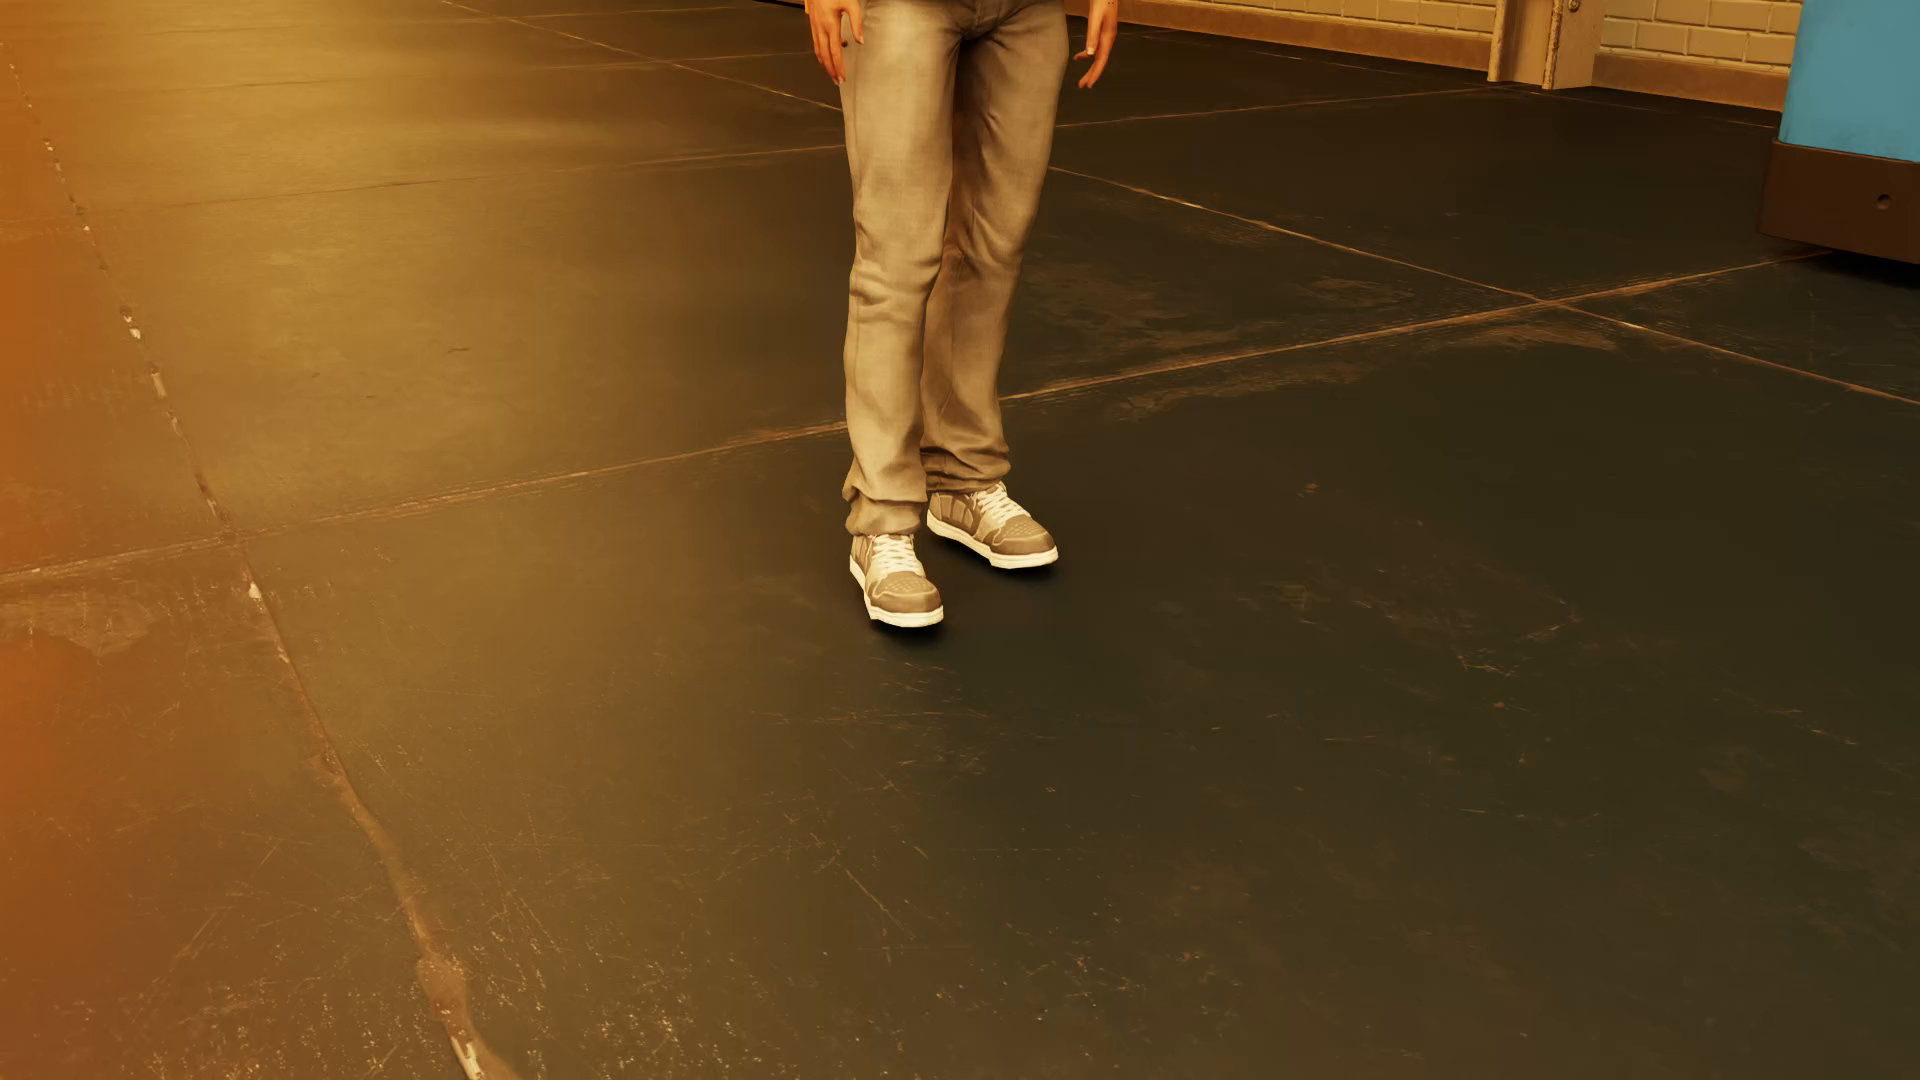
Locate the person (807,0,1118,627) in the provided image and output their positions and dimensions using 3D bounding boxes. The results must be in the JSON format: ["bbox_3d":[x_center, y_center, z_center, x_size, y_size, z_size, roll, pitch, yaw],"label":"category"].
[{"bbox_3d":[0.026,-0.718,2.263,0.521,1.599,0.473,-12,25,-28],"label":"person"}]

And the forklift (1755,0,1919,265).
[{"bbox_3d":[3.652,-2.264,4.290,3.031,2.935,1.130,-14,26,-30],"label":"forklift"}]
